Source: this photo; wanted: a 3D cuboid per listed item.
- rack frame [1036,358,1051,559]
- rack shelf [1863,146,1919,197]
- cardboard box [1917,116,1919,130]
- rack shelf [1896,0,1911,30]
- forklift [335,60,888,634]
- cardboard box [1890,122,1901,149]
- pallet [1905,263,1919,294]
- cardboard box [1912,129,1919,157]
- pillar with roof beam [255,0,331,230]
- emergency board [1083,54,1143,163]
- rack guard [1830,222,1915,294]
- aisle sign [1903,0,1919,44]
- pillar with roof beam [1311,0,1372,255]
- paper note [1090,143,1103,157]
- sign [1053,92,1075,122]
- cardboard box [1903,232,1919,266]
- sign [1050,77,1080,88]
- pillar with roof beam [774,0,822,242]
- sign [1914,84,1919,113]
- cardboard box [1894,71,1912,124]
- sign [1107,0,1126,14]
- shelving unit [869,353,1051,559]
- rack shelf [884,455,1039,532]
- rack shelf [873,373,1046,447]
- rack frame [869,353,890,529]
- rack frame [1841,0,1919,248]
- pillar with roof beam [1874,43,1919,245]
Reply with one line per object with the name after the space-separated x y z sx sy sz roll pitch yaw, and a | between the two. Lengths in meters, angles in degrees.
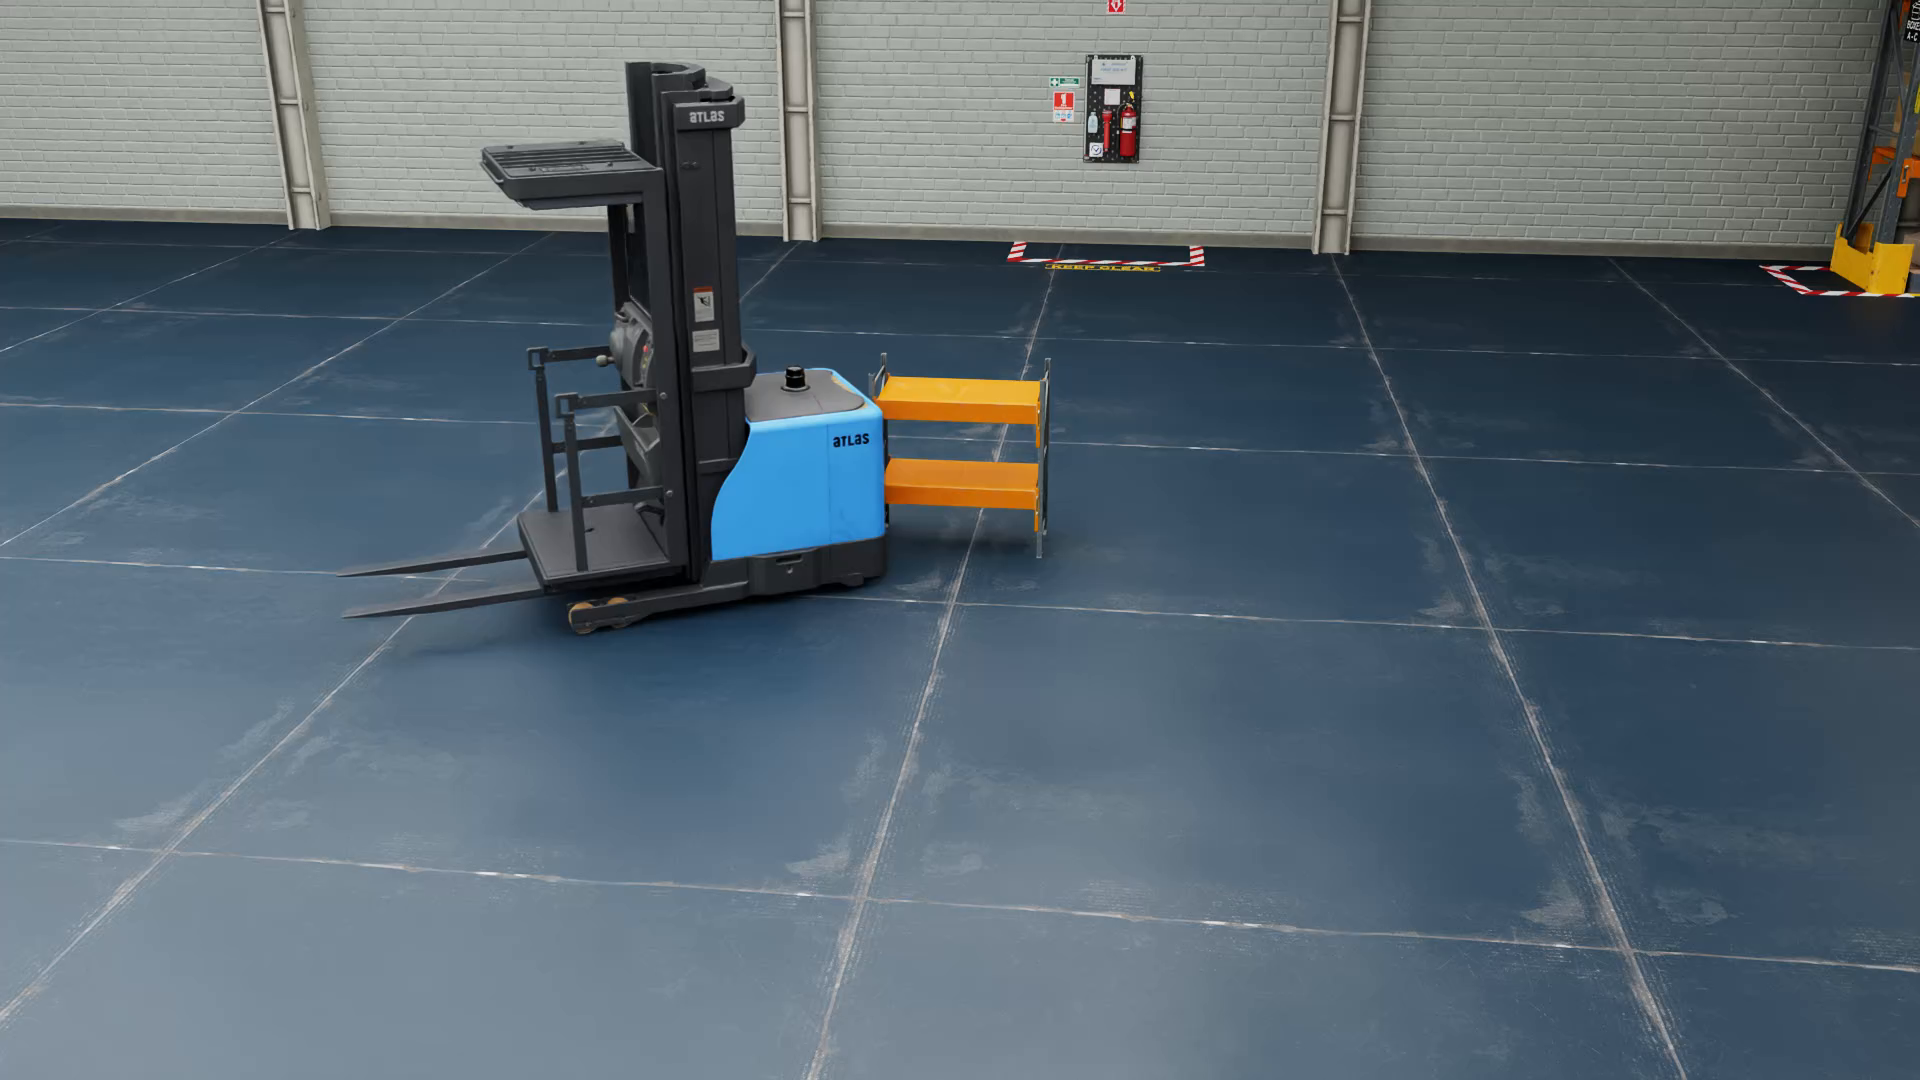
0.512 -0.501 10.177 0.032 1.125 0.500 2 22 6 | rack frame
11.288 -3.656 16.585 4.000 0.370 1.077 2 22 6 | rack shelf
9.741 -4.235 16.228 0.500 0.500 0.500 3 22 6 | cardboard box
11.288 -5.051 16.034 4.000 0.370 1.077 2 22 6 | rack shelf
-1.993 -1.069 9.157 3.031 2.935 1.130 -8 23 -20 | forklift
9.789 -4.067 16.824 0.500 0.250 0.500 3 22 7 | cardboard box
10.180 -2.729 17.055 1.213 0.211 1.003 2 22 6 | pallet
9.749 -3.879 16.349 0.500 0.250 0.500 2 22 5 | cardboard box
-8.283 -6.359 14.286 0.400 9.000 9.100 2 22 6 | pillar with roof beam
1.691 -4.743 18.357 0.643 1.169 0.194 2 22 6 | emergency board
9.377 -2.911 17.123 0.348 0.500 1.175 2 22 6 | rack guard
9.195 -5.179 15.925 0.004 0.787 0.394 2 22 6 | aisle sign
3.634 -5.840 12.972 0.400 9.000 9.100 2 22 6 | pillar with roof beam
1.523 -4.366 18.602 0.142 0.148 0.016 2 22 6 | paper note
1.154 -4.821 18.506 0.234 0.329 0.001 2 22 6 | sign
9.978 -2.968 16.927 0.500 0.311 0.500 0 22 0 | cardboard box
1.157 -5.064 18.400 0.331 0.109 0.001 2 22 6 | sign
-2.324 -6.100 13.629 0.400 9.000 9.100 2 22 6 | pillar with roof beam
9.238 -4.281 16.012 0.005 0.325 0.100 2 22 6 | sign
9.795 -4.422 16.703 0.500 0.500 0.500 2 22 6 | cardboard box
1.695 -5.858 18.023 0.199 0.298 0.001 2 22 6 | sign
0.007 -0.523 10.232 1.048 1.125 0.538 2 22 6 | shelving unit
0.007 -0.295 10.322 1.000 0.278 0.538 2 22 6 | rack shelf
0.007 -0.795 10.125 1.000 0.278 0.538 2 22 6 | rack shelf
-0.498 -0.545 10.288 0.032 1.125 0.500 2 22 6 | rack frame
9.302 -4.077 16.672 0.127 3.000 1.000 2 22 6 | rack frame
9.592 -5.581 12.316 0.400 9.000 9.100 2 22 6 | pillar with roof beam
